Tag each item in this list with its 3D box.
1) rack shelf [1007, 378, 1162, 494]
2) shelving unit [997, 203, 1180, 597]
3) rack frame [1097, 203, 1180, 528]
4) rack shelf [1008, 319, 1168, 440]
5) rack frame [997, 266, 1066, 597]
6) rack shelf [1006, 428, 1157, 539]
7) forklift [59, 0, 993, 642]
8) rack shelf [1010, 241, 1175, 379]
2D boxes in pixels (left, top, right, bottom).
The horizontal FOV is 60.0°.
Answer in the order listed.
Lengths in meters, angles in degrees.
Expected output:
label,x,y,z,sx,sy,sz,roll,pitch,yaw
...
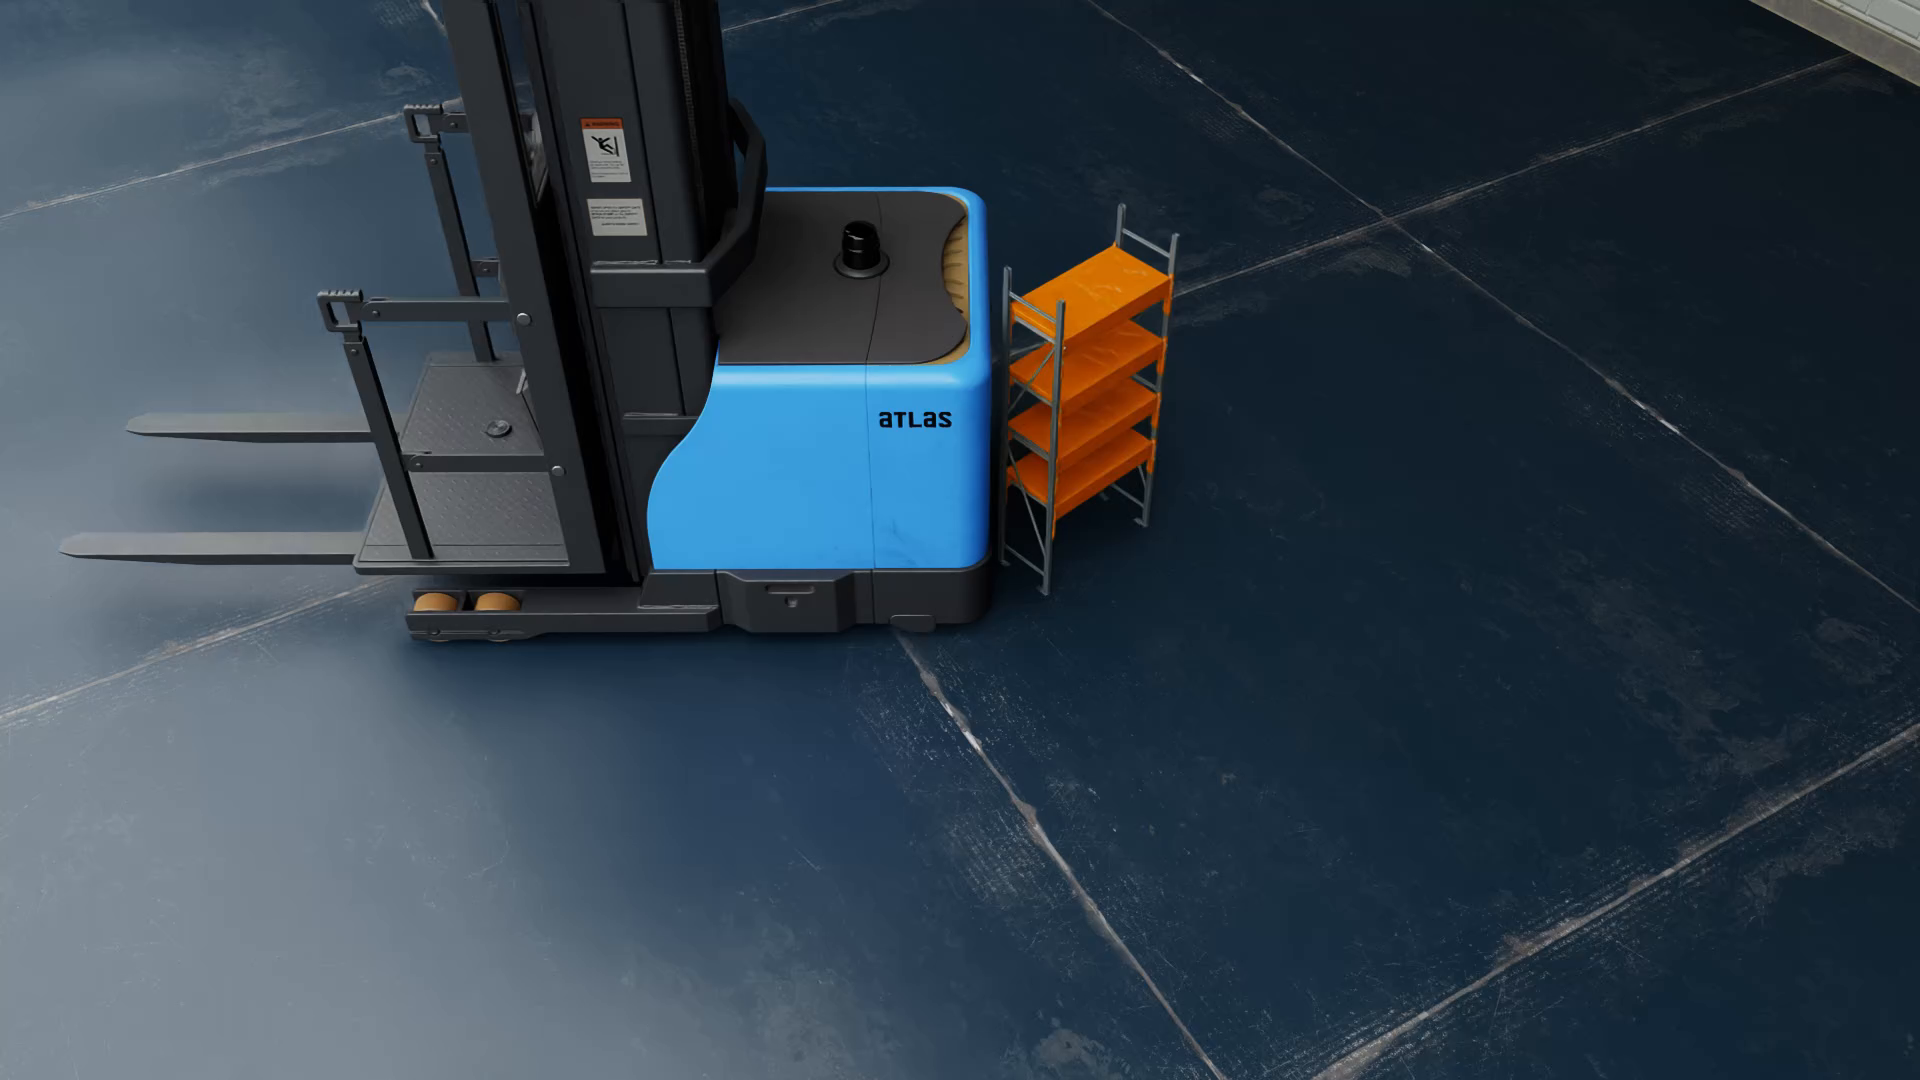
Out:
label,x,y,z,sx,sy,sz,roll,pitch,yaw
rack shelf,0.392,-0.373,5.370,0.480,0.148,0.258,-33,53,-29
shelving unit,0.392,-0.421,5.323,0.503,1.200,0.258,-33,53,-29
rack frame,0.571,-0.537,5.442,0.015,1.200,0.240,-33,53,-29
rack shelf,0.392,-0.534,5.214,0.480,0.148,0.258,-33,53,-29
rack frame,0.213,-0.306,5.203,0.015,1.200,0.240,-33,53,-29
rack shelf,0.392,-0.231,5.508,0.480,0.148,0.258,-33,53,-29
forklift,-1.413,-1.091,4.770,3.031,2.935,1.130,0,44,0
rack shelf,0.392,-0.703,5.049,0.480,0.148,0.258,-33,53,-29
